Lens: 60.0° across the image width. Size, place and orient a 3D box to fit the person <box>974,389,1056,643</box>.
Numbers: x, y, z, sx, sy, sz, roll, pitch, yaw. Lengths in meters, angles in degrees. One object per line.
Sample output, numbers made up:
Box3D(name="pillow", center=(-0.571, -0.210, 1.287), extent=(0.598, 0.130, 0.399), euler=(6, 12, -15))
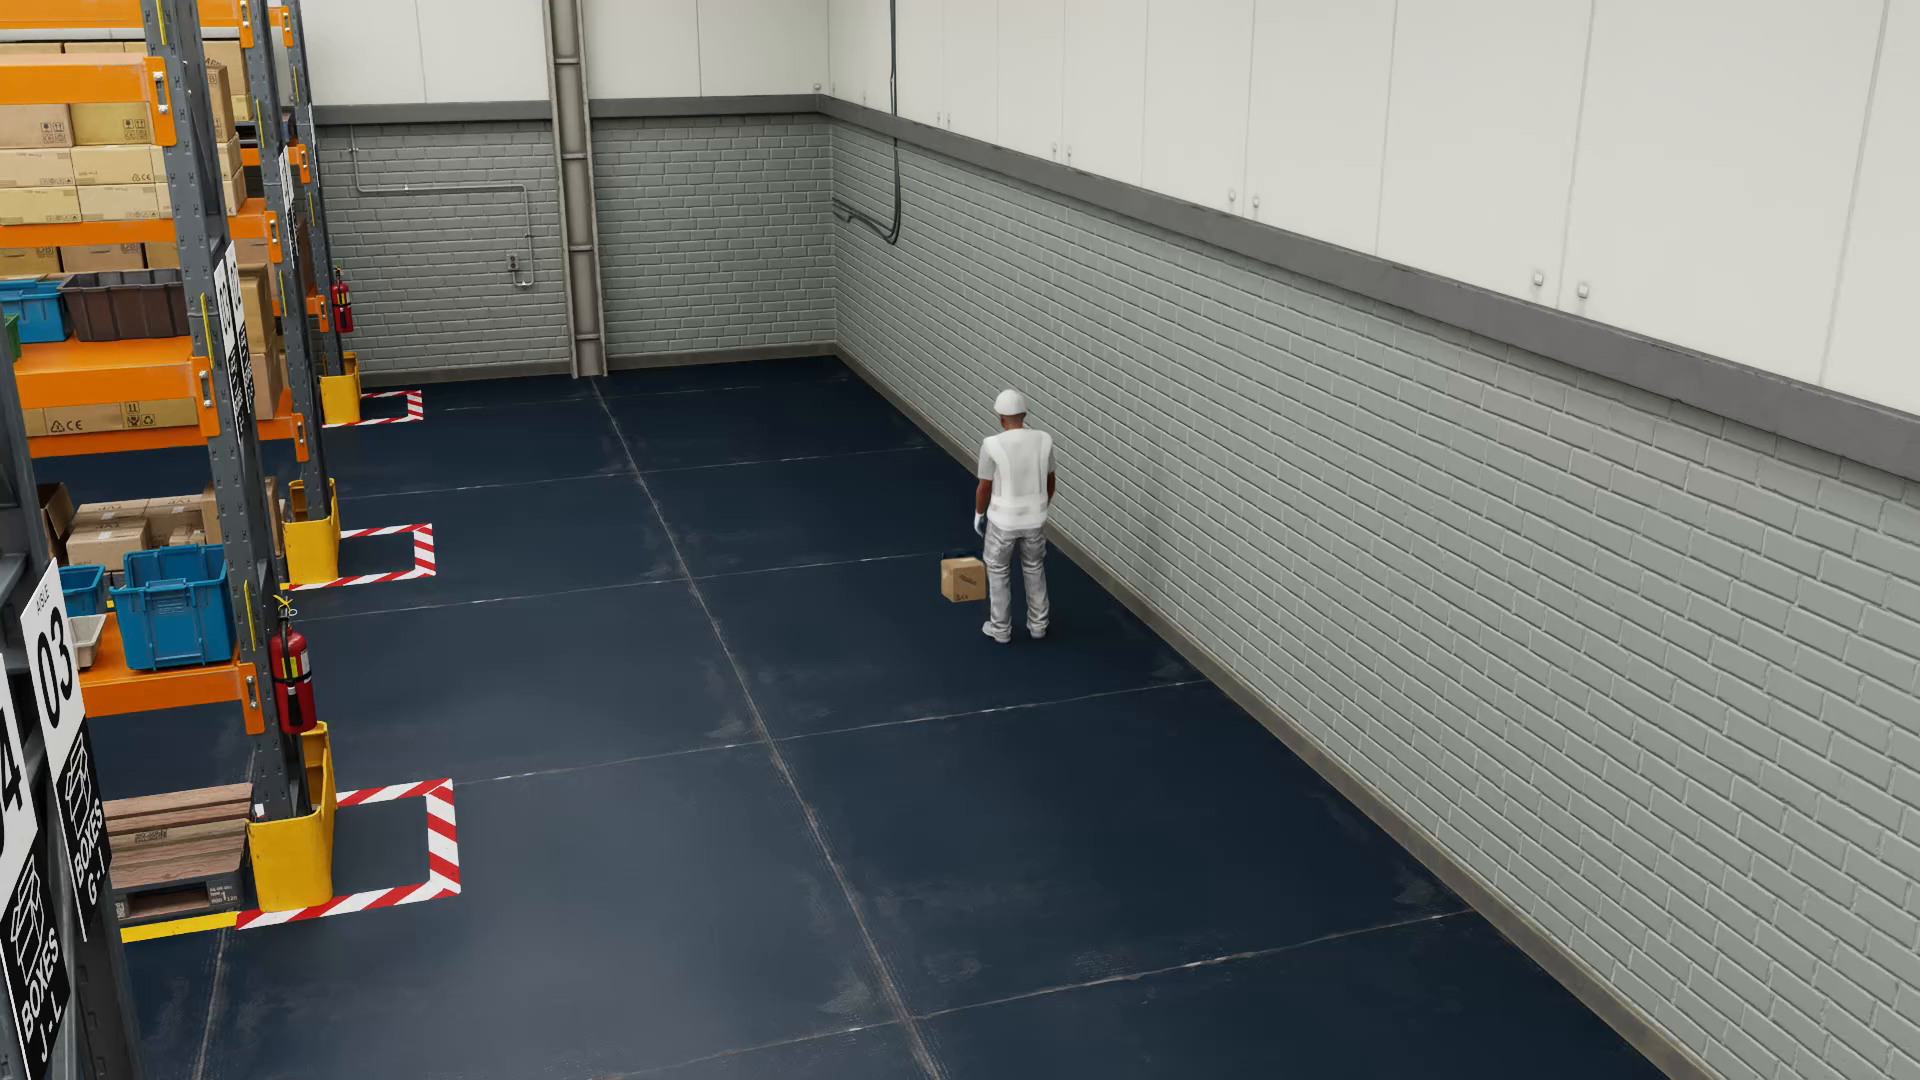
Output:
Box3D(name="person", center=(0.381, -0.160, 11.508), extent=(0.580, 1.778, 0.426), euler=(-7, 20, -19))
